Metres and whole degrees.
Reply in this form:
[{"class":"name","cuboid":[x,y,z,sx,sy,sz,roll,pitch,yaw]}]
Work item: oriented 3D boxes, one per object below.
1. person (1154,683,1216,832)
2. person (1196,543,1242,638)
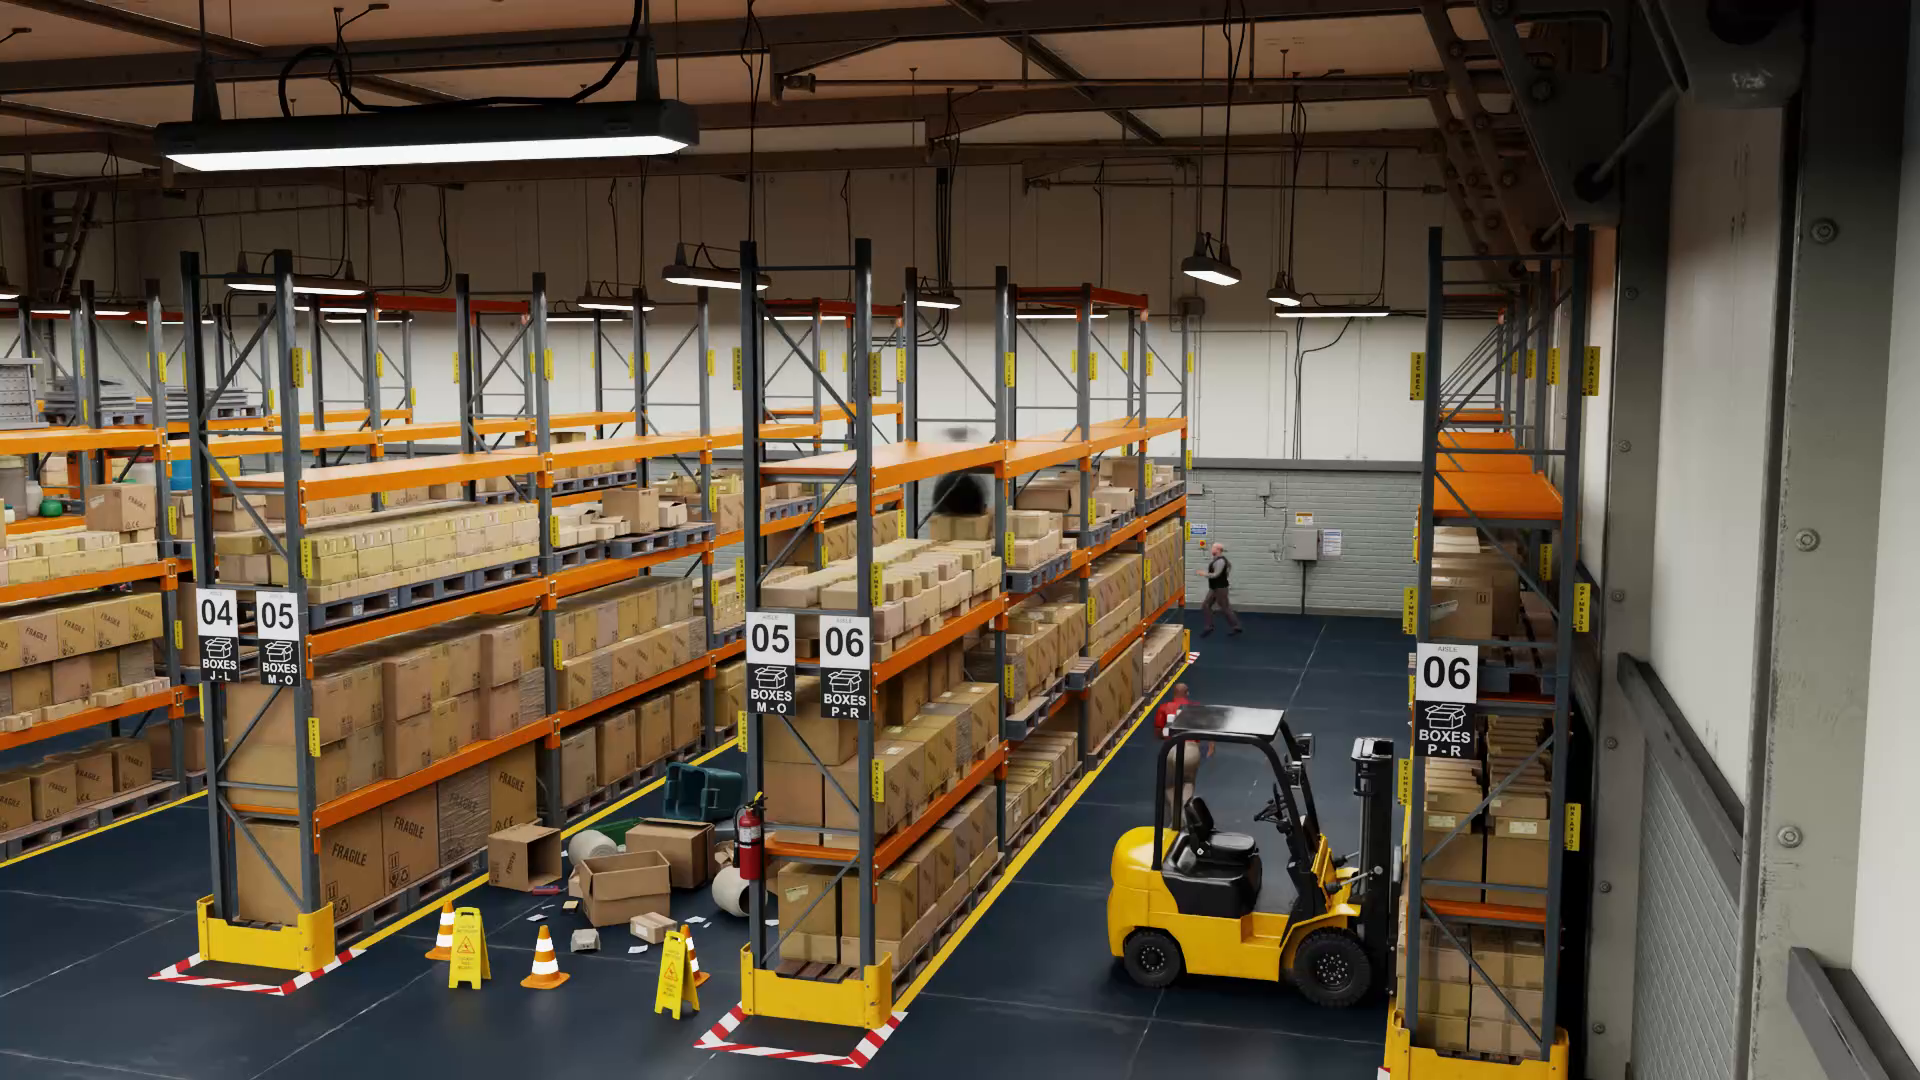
[{"class":"person","cuboid":[2.473,2.371,18.209,0.696,1.551,0.836,1,6,5]},{"class":"person","cuboid":[4.709,0.932,30.214,0.849,1.783,0.645,0,6,3]}]
